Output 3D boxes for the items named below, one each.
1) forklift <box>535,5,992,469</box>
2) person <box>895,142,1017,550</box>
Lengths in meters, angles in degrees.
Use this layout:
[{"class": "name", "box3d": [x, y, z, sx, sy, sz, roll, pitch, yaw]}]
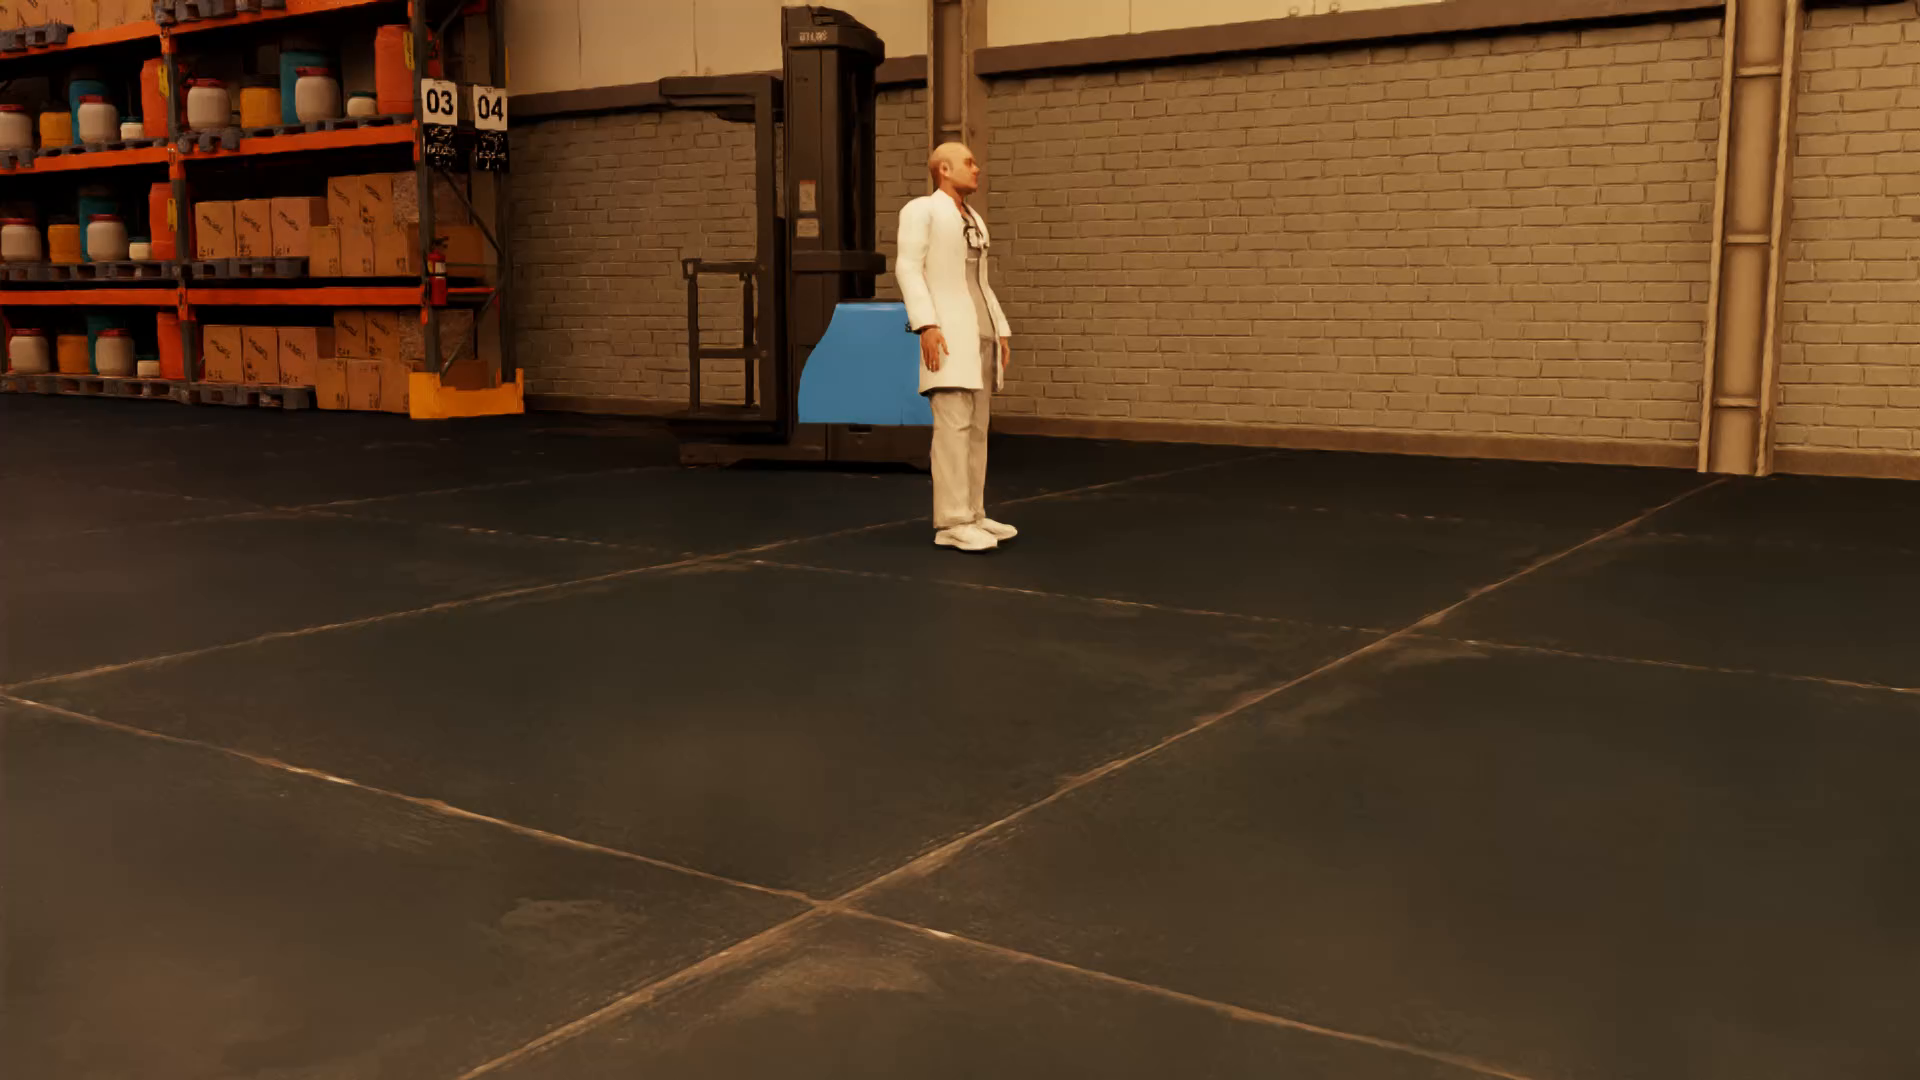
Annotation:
[{"class": "forklift", "box3d": [-1.358, -1.985, 11.152, 3.031, 2.935, 1.130, 2, 8, 14]}, {"class": "person", "box3d": [0.073, -0.879, 7.423, 0.579, 1.776, 0.694, 5, 10, 34]}]
